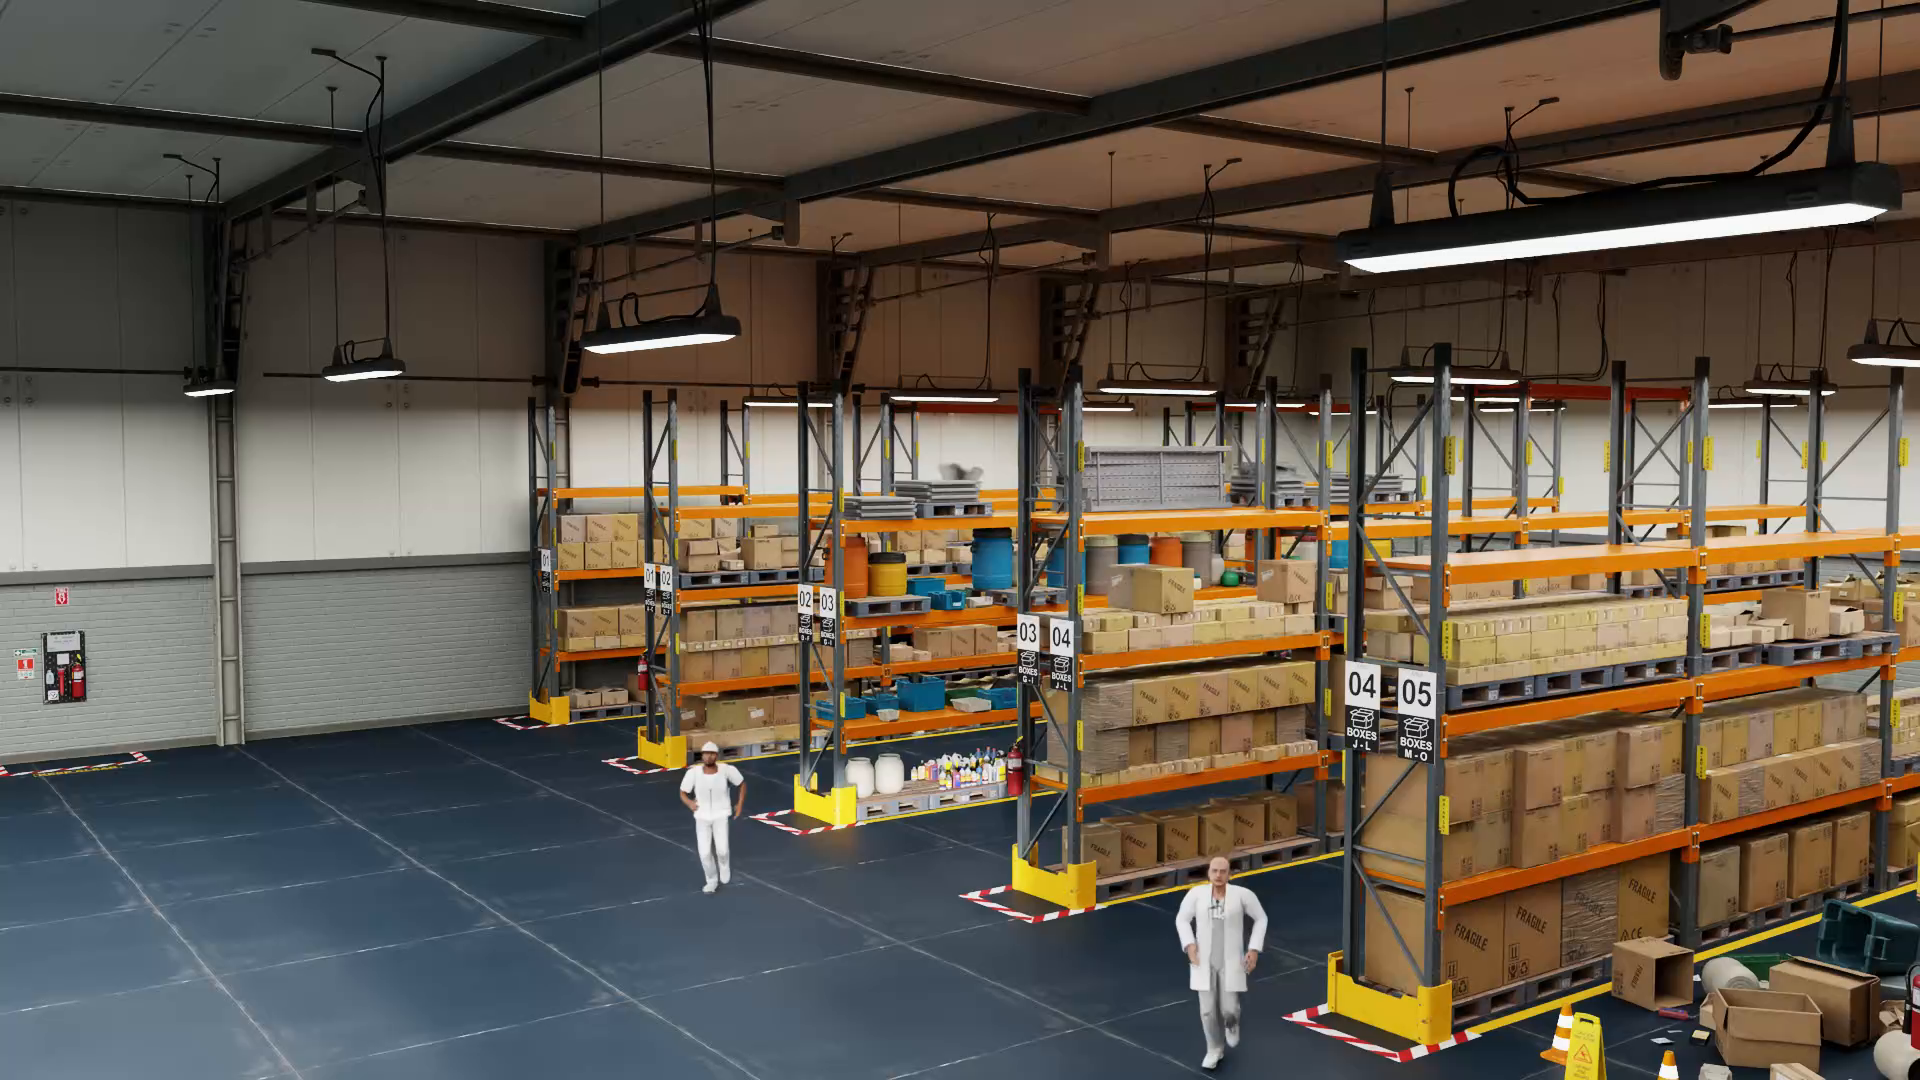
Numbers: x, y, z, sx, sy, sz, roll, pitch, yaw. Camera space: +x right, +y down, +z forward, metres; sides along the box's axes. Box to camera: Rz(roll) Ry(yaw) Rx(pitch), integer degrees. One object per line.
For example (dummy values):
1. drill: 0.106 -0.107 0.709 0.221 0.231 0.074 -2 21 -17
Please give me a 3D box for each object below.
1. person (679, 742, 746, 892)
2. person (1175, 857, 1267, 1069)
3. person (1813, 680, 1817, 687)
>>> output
1. person: -2.834 3.170 18.991 0.756 1.730 0.558 0 3 -4
2. person: 2.162 3.482 13.807 0.755 1.730 0.666 1 3 13
3. person: 12.806 2.880 25.094 0.546 1.594 0.879 3 5 43
